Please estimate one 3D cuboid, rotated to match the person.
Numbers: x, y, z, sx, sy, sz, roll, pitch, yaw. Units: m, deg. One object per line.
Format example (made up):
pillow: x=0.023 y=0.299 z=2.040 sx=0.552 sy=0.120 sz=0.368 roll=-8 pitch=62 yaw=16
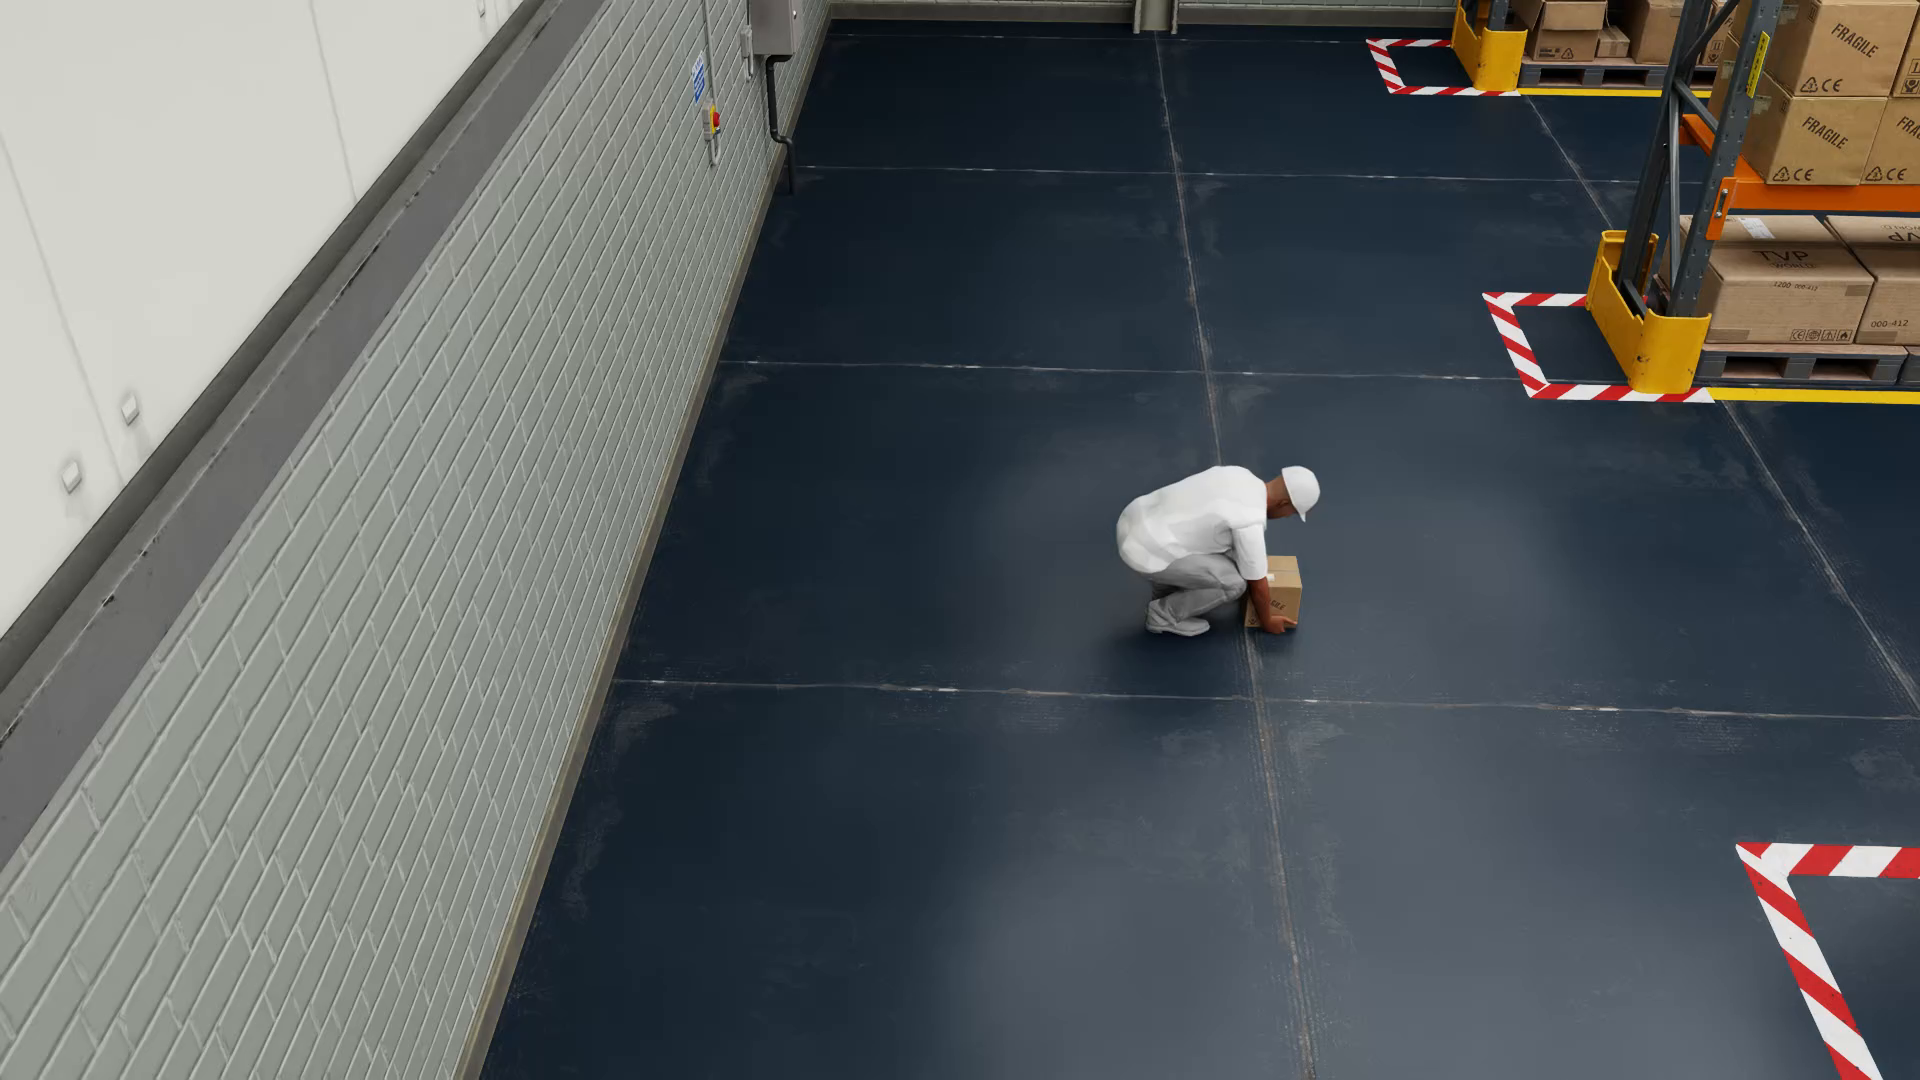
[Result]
person: x=1.209 y=0.041 z=7.934 sx=0.937 sy=0.879 sz=0.544 roll=1 pitch=35 yaw=1
